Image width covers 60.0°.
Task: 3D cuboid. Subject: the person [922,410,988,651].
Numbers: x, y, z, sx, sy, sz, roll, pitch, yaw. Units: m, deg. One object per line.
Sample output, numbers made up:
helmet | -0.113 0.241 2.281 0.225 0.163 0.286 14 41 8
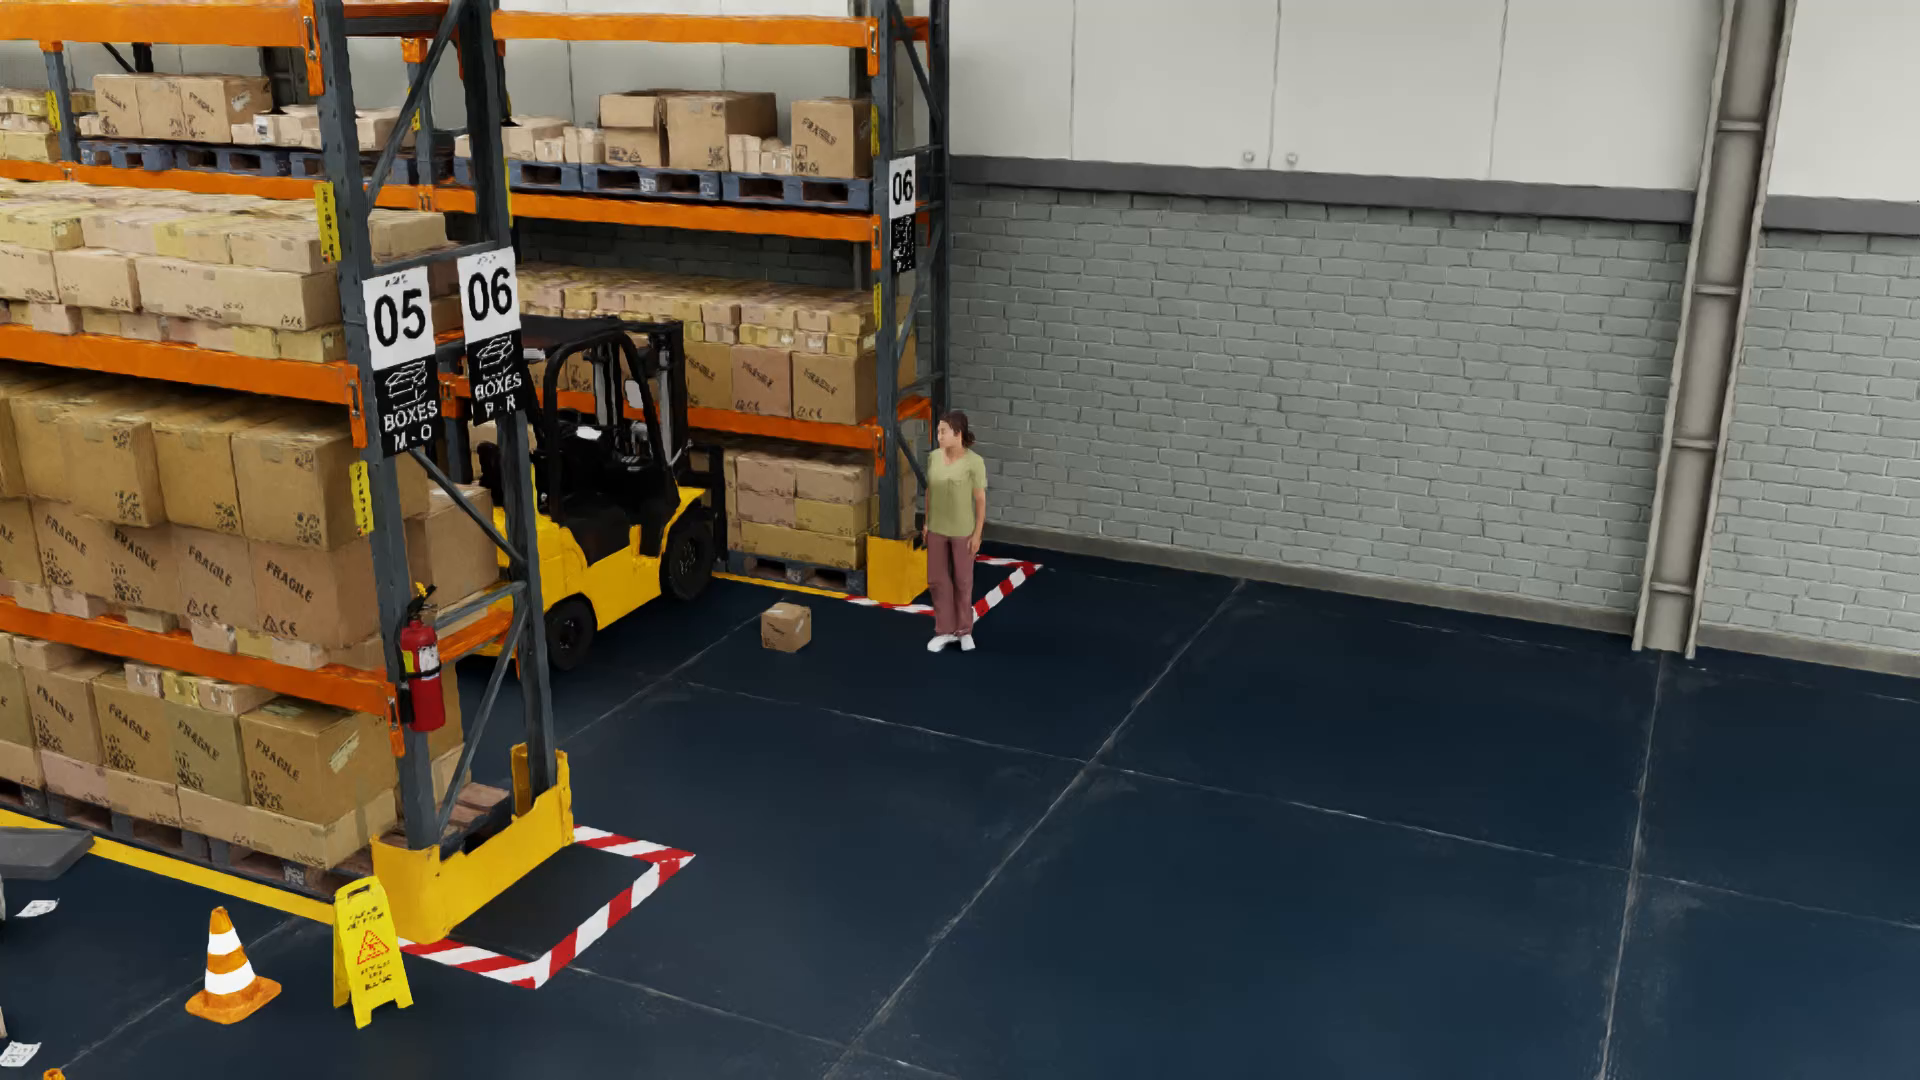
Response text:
person | -0.039 -0.059 11.207 0.474 1.680 0.355 8 21 21
